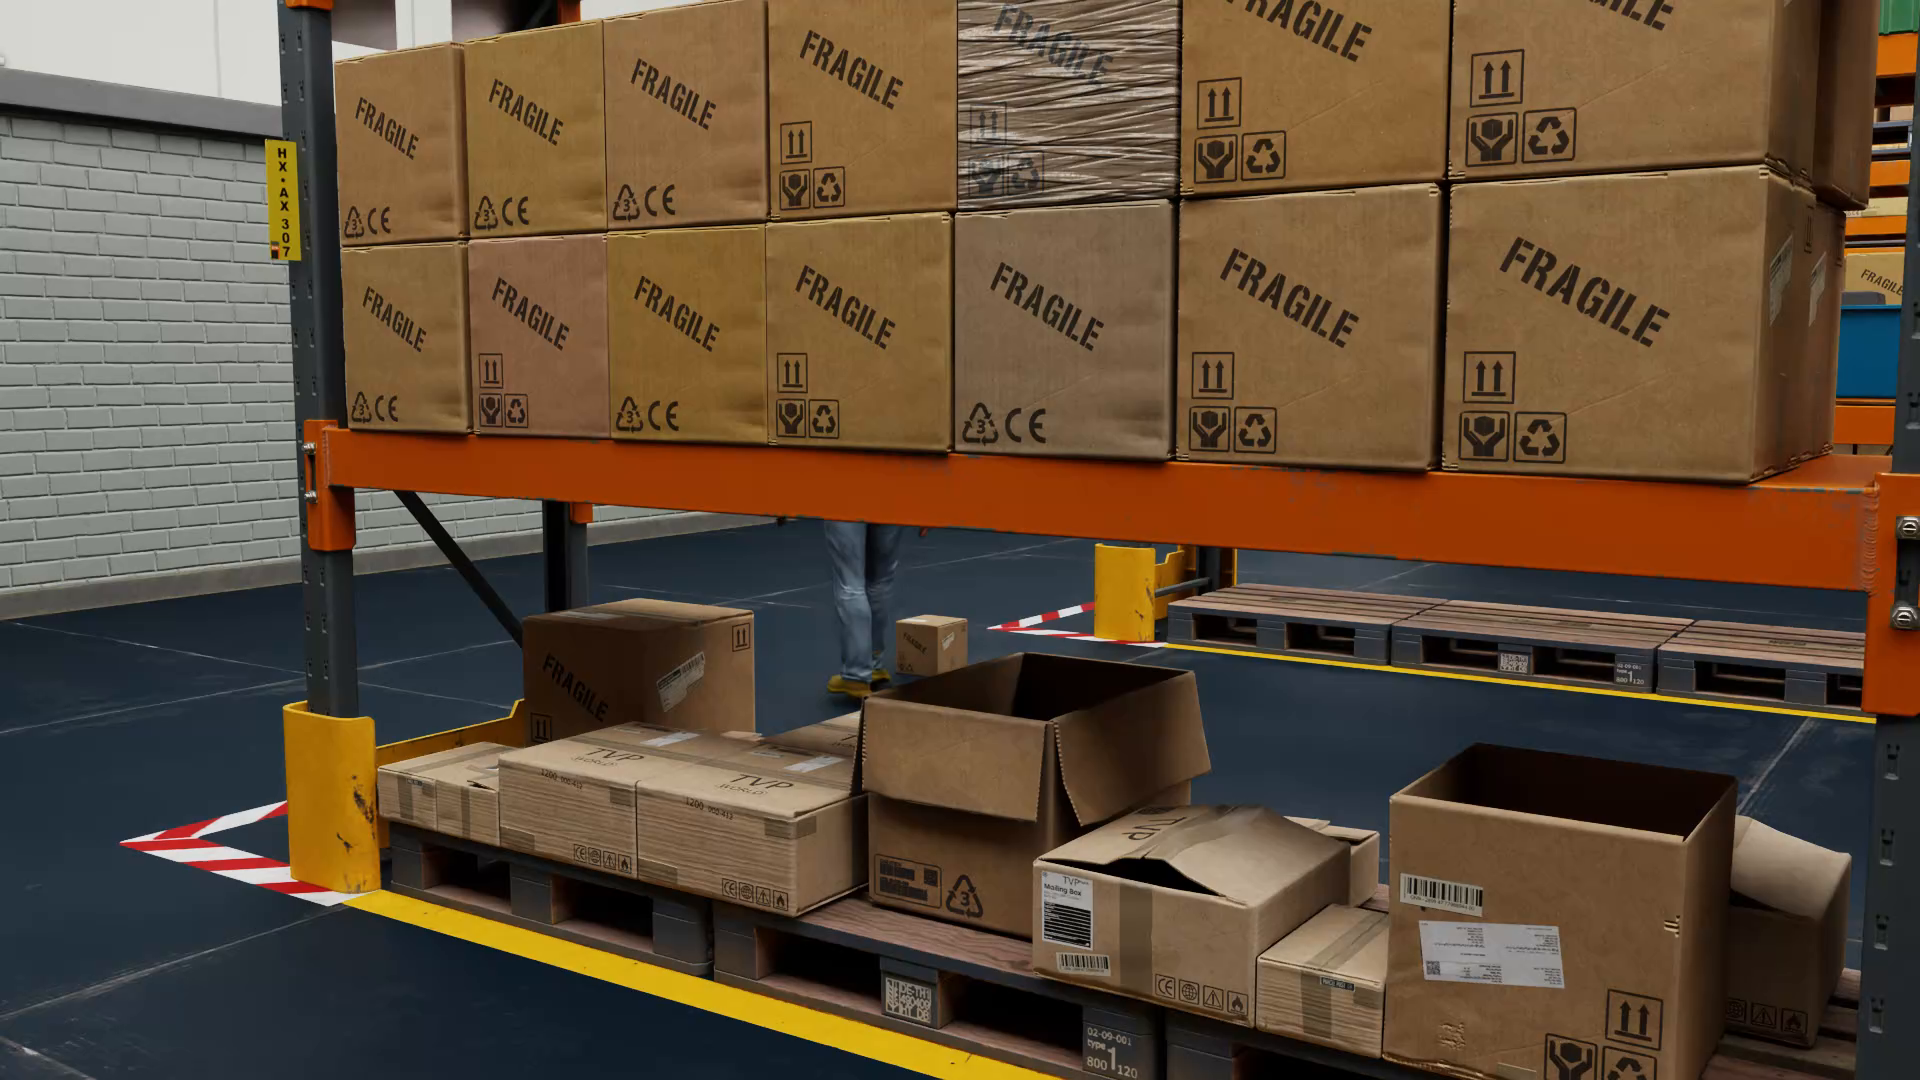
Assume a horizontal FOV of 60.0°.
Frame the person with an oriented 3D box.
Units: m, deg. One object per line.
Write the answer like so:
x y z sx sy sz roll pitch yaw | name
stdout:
6.469 0.157 4.209 13.240 1.775 9.469 -1 6 -10 | person
